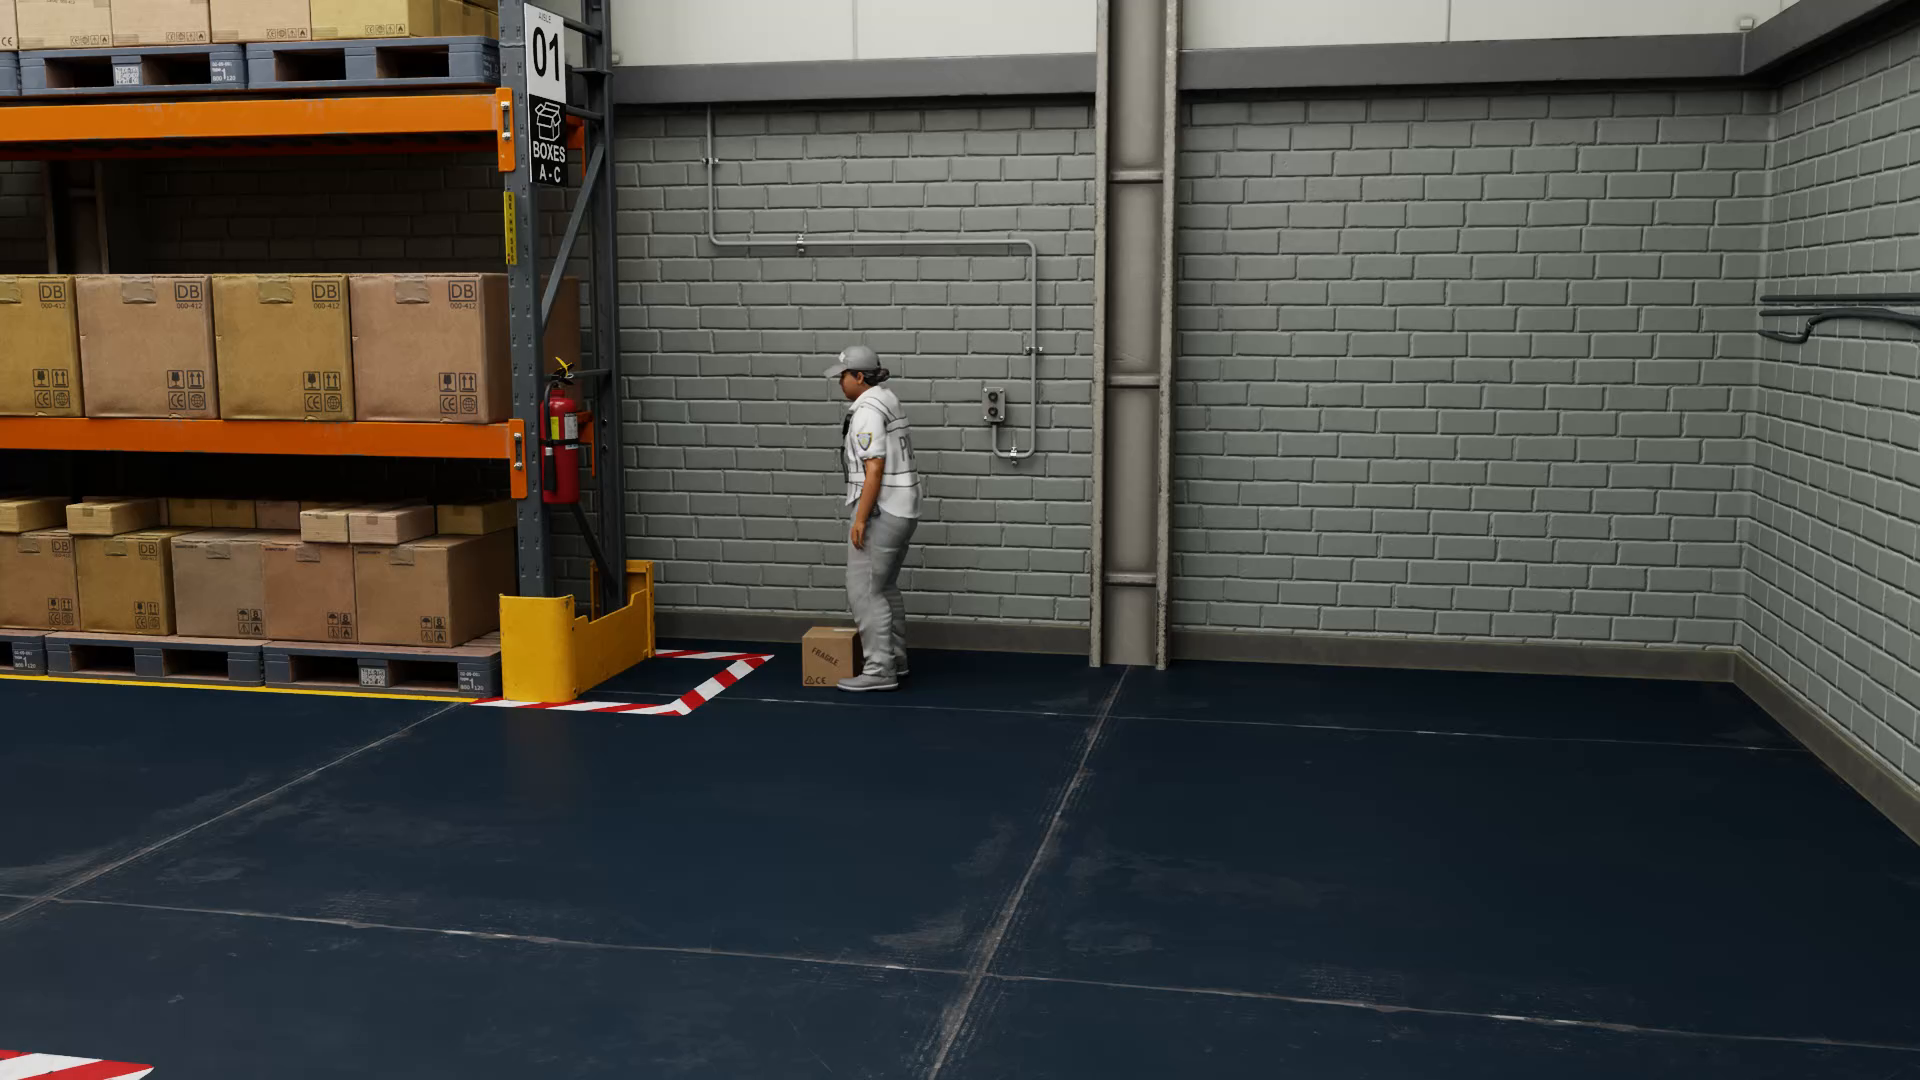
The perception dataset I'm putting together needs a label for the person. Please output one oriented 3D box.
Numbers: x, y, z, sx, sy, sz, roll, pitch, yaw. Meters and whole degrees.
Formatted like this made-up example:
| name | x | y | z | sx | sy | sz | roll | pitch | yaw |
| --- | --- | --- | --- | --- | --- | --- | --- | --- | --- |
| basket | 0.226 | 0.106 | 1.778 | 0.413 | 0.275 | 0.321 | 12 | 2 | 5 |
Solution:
| name | x | y | z | sx | sy | sz | roll | pitch | yaw |
| --- | --- | --- | --- | --- | --- | --- | --- | --- | --- |
| person | -0.423 | -0.115 | 8.105 | 0.471 | 1.666 | 0.554 | 1 | 8 | 10 |
